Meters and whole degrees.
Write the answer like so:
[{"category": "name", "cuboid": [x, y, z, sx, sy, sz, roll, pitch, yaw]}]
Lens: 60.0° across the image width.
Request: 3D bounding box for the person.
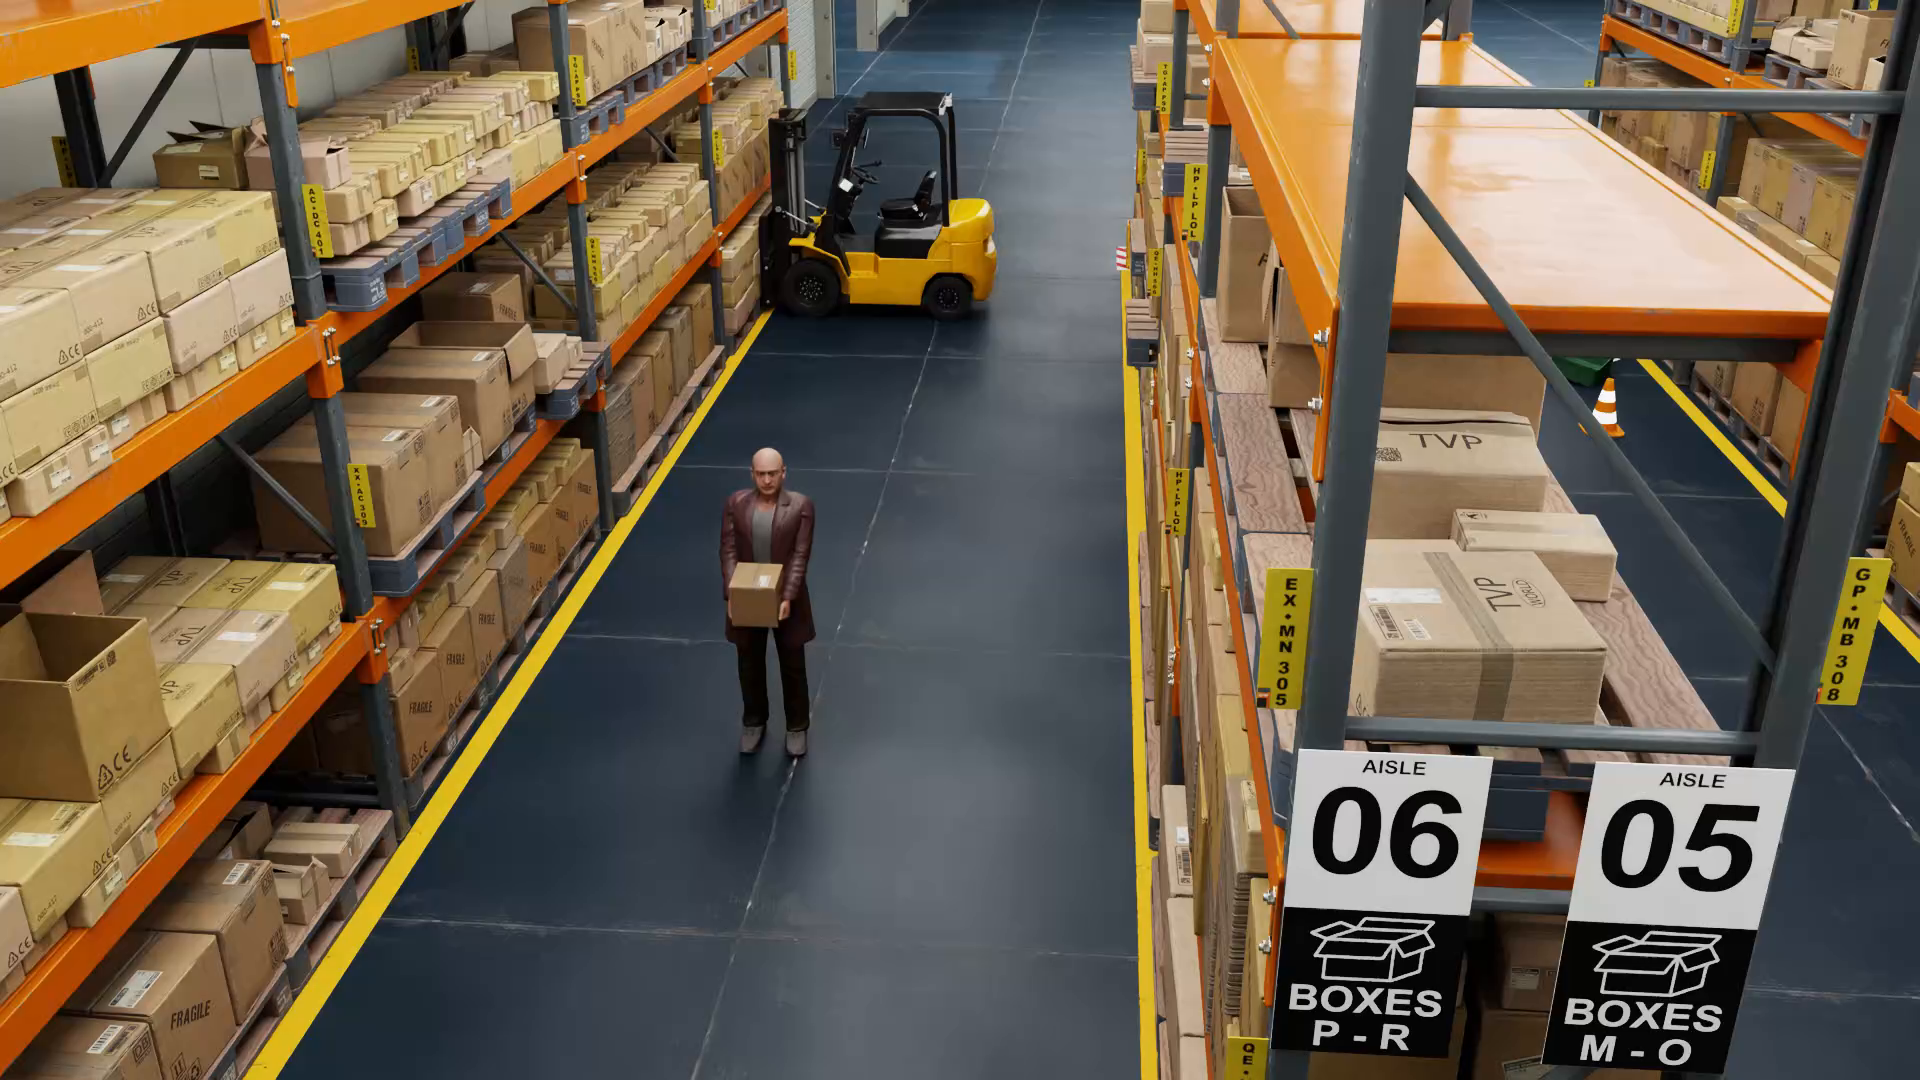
[{"category": "person", "cuboid": [-1.066, 0.384, 9.188, 0.526, 1.776, 0.545, 2, 24, 5]}]
